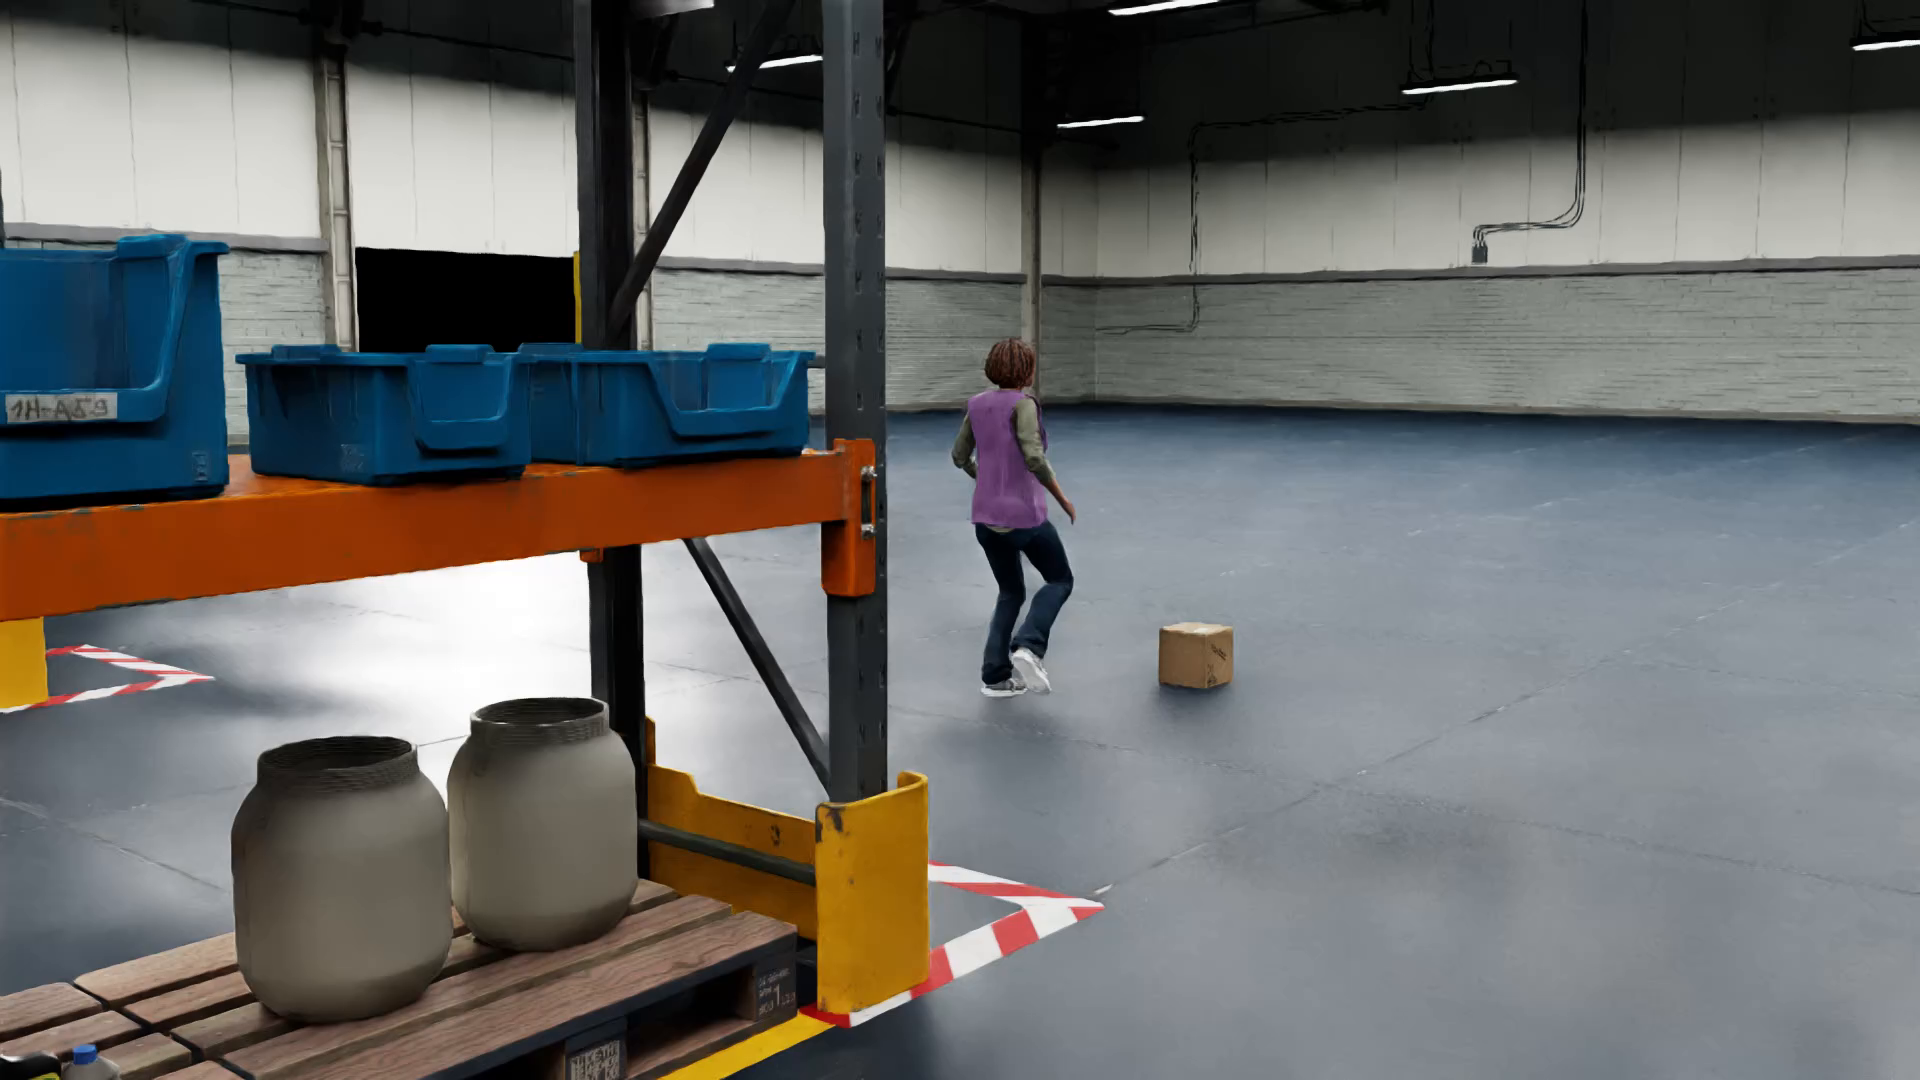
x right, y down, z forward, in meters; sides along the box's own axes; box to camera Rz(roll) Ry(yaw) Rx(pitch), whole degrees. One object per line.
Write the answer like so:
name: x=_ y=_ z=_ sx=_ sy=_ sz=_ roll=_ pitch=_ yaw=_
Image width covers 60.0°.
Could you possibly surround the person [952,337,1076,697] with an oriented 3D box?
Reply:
person: x=0.244 y=-0.085 z=7.195 sx=0.600 sy=1.572 sz=0.435 roll=6 pitch=9 yaw=41
